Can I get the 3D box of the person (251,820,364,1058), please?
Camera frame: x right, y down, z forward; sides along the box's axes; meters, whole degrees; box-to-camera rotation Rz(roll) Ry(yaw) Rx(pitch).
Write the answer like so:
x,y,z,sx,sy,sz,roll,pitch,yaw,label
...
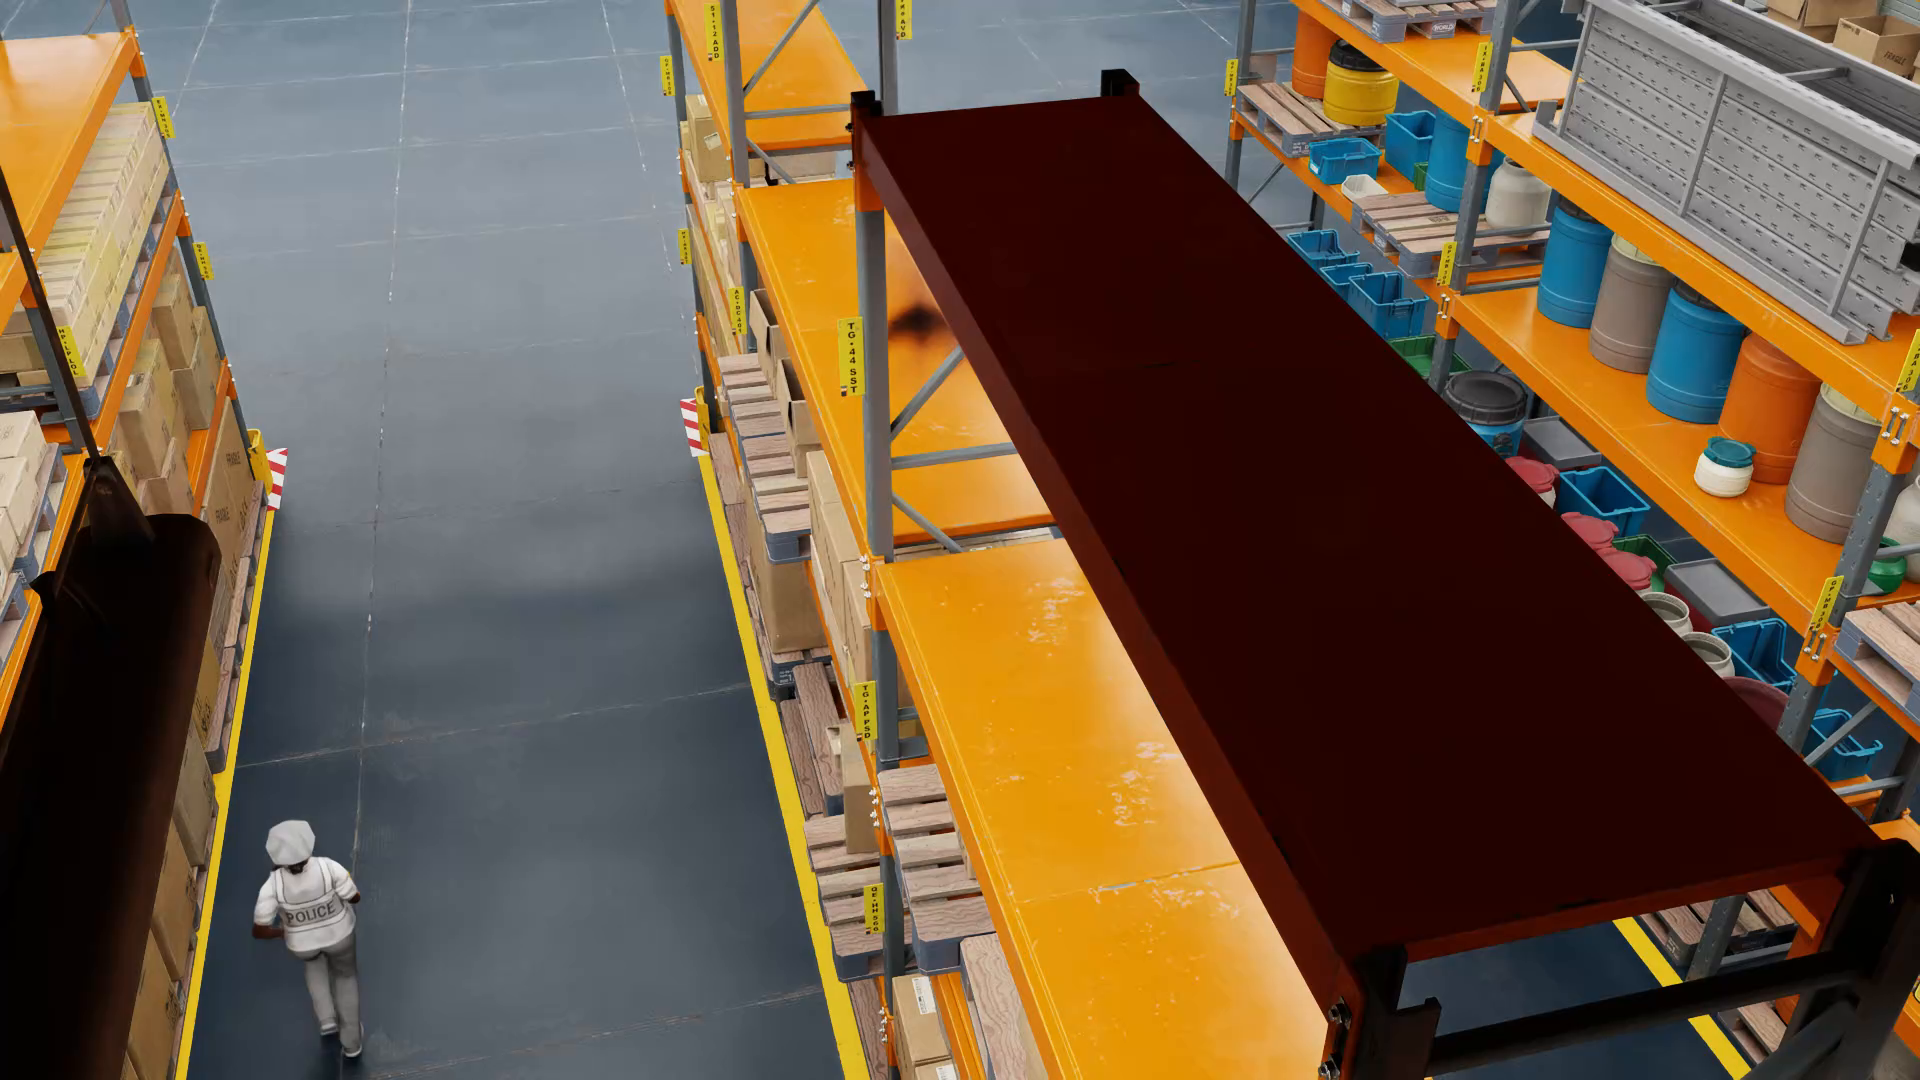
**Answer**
x,y,z,sx,sy,sz,roll,pitch,yaw,label
-3.628,2.187,9.419,0.535,1.685,0.605,-10,36,-14,person
